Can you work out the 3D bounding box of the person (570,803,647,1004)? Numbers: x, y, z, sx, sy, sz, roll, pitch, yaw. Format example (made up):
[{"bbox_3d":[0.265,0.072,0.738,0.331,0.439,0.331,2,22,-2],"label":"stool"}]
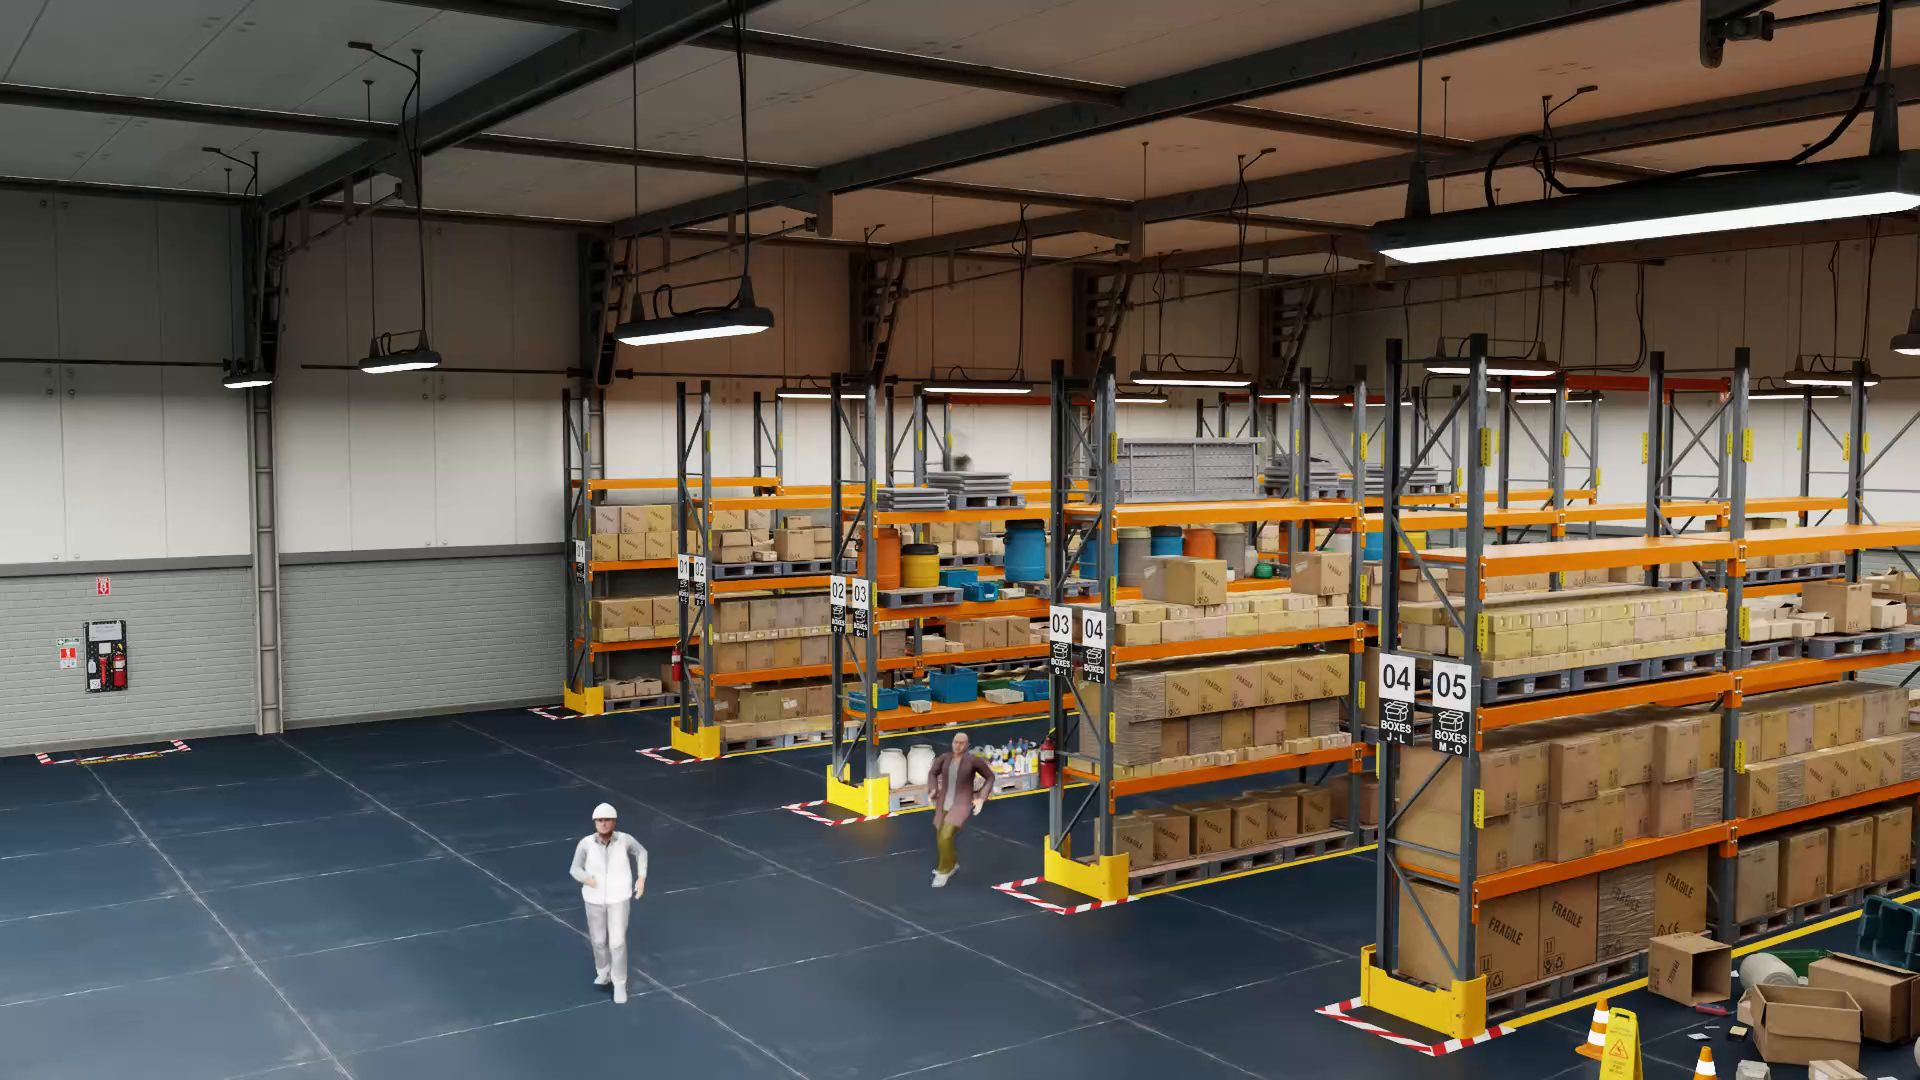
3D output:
[{"bbox_3d":[-3.217,3.322,15.213,0.675,1.850,0.748,0,4,-6],"label":"person"}]

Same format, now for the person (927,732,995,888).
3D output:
[{"bbox_3d":[-0.038,3.083,19.029,0.770,1.787,0.725,2,4,32],"label":"person"}]
